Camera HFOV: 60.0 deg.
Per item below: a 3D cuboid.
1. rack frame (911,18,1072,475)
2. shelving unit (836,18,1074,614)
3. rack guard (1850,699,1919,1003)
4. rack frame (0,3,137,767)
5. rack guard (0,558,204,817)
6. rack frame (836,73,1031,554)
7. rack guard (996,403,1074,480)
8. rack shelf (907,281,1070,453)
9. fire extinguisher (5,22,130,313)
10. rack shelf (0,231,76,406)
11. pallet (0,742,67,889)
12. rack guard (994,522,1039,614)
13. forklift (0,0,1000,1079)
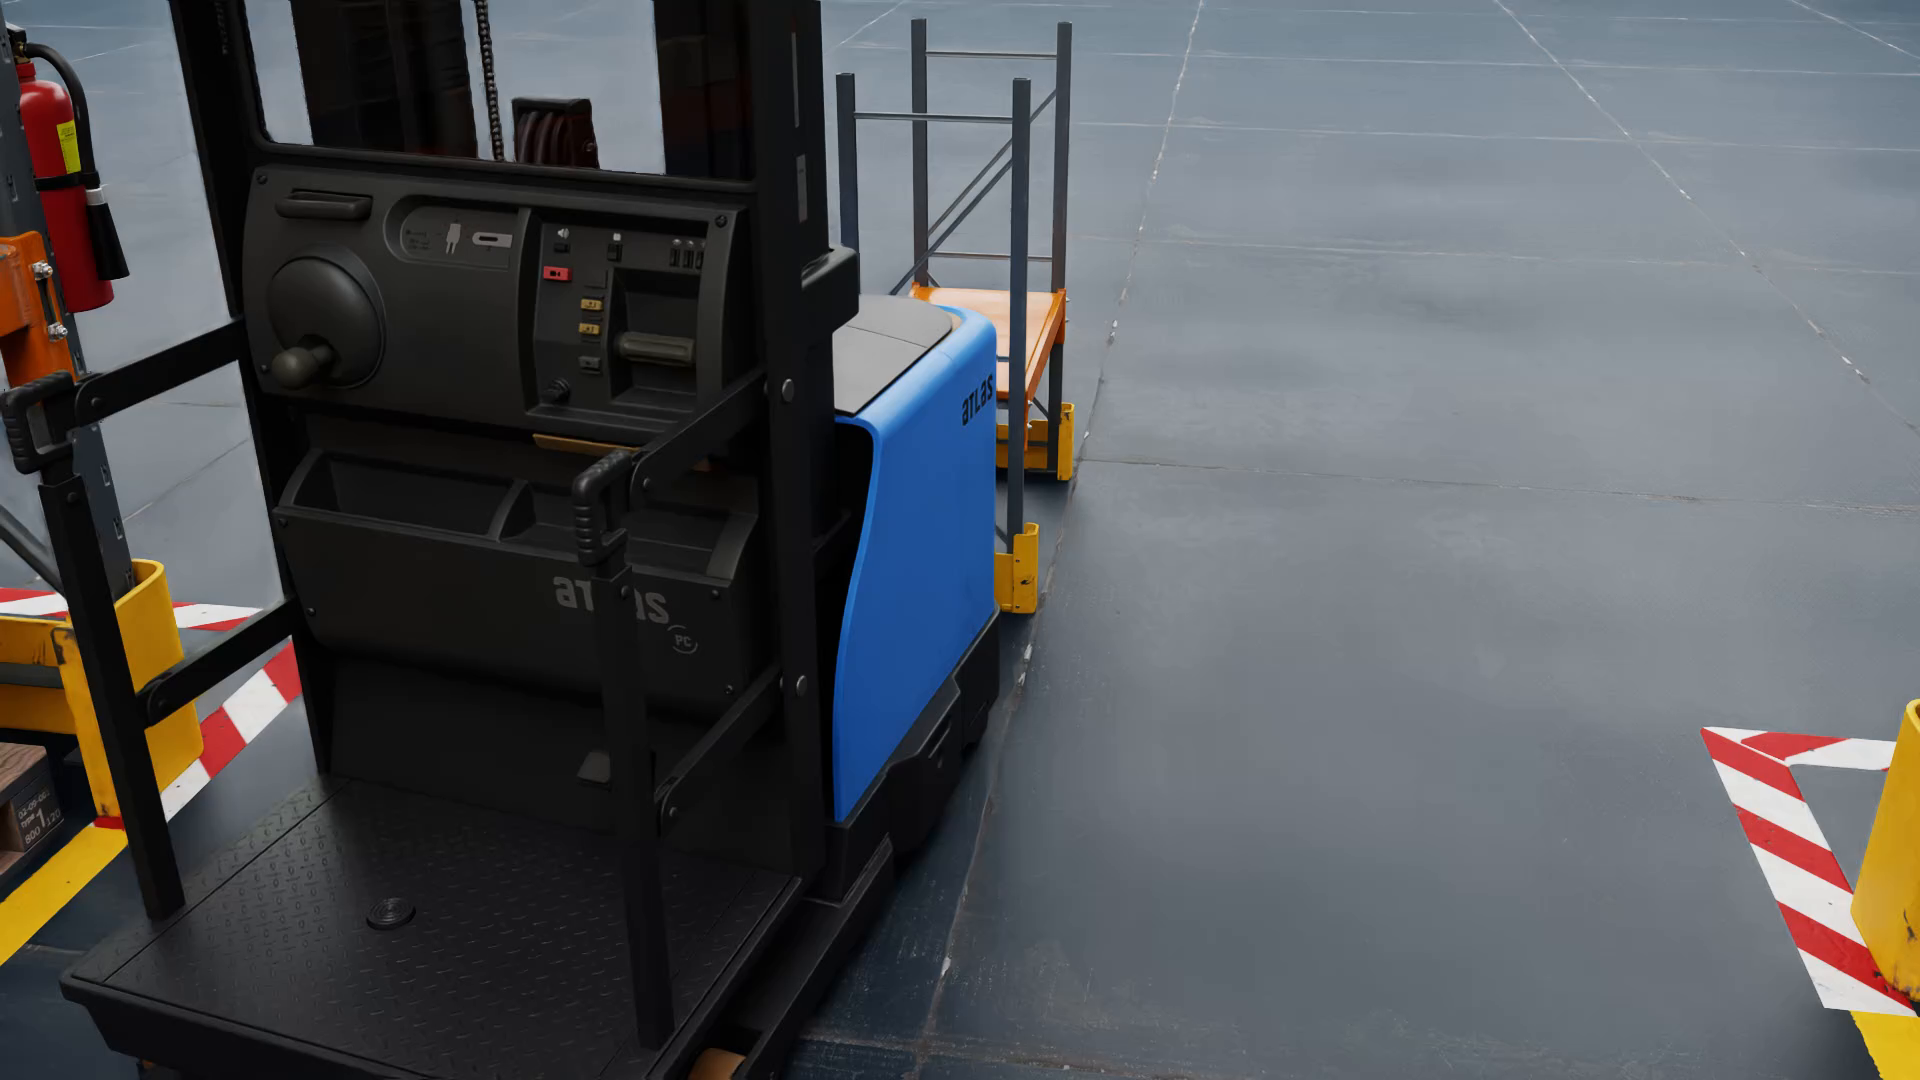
[{"bbox_3d":[0.097,-0.928,5.462,0.500,1.500,0.032,4,25,9],"label":"rack frame"},{"bbox_3d":[0.012,-0.711,5.000,0.587,1.500,1.083,4,25,9],"label":"shelving unit"},{"bbox_3d":[2.460,0.657,3.257,1.175,0.500,0.348,4,25,9],"label":"rack guard"},{"bbox_3d":[-2.460,-0.853,3.535,1.000,3.000,0.127,4,25,9],"label":"rack frame"},{"bbox_3d":[-2.473,0.310,3.997,1.175,0.500,0.348,4,25,9],"label":"rack guard"},{"bbox_3d":[-0.069,-0.502,4.554,0.500,1.500,0.032,4,25,9],"label":"rack frame"},{"bbox_3d":[0.094,-0.353,5.710,0.587,0.250,0.087,4,25,9],"label":"rack guard"},{"bbox_3d":[0.014,-0.552,5.085,0.538,0.185,1.000,4,25,9],"label":"rack shelf"},{"bbox_3d":[-1.987,-0.834,3.585,0.296,0.674,0.183,4,25,9],"label":"fire extinguisher"},{"bbox_3d":[-2.787,0.309,1.900,1.077,0.370,4.000,4,25,9],"label":"rack shelf"},{"bbox_3d":[-2.641,0.779,3.338,1.003,0.211,1.213,4,25,9],"label":"pallet"},{"bbox_3d":[-0.069,0.063,4.820,0.587,0.250,0.087,4,25,9],"label":"rack guard"},{"bbox_3d":[-0.867,-0.372,2.588,1.130,2.935,3.031,8,26,17],"label":"forklift"}]
